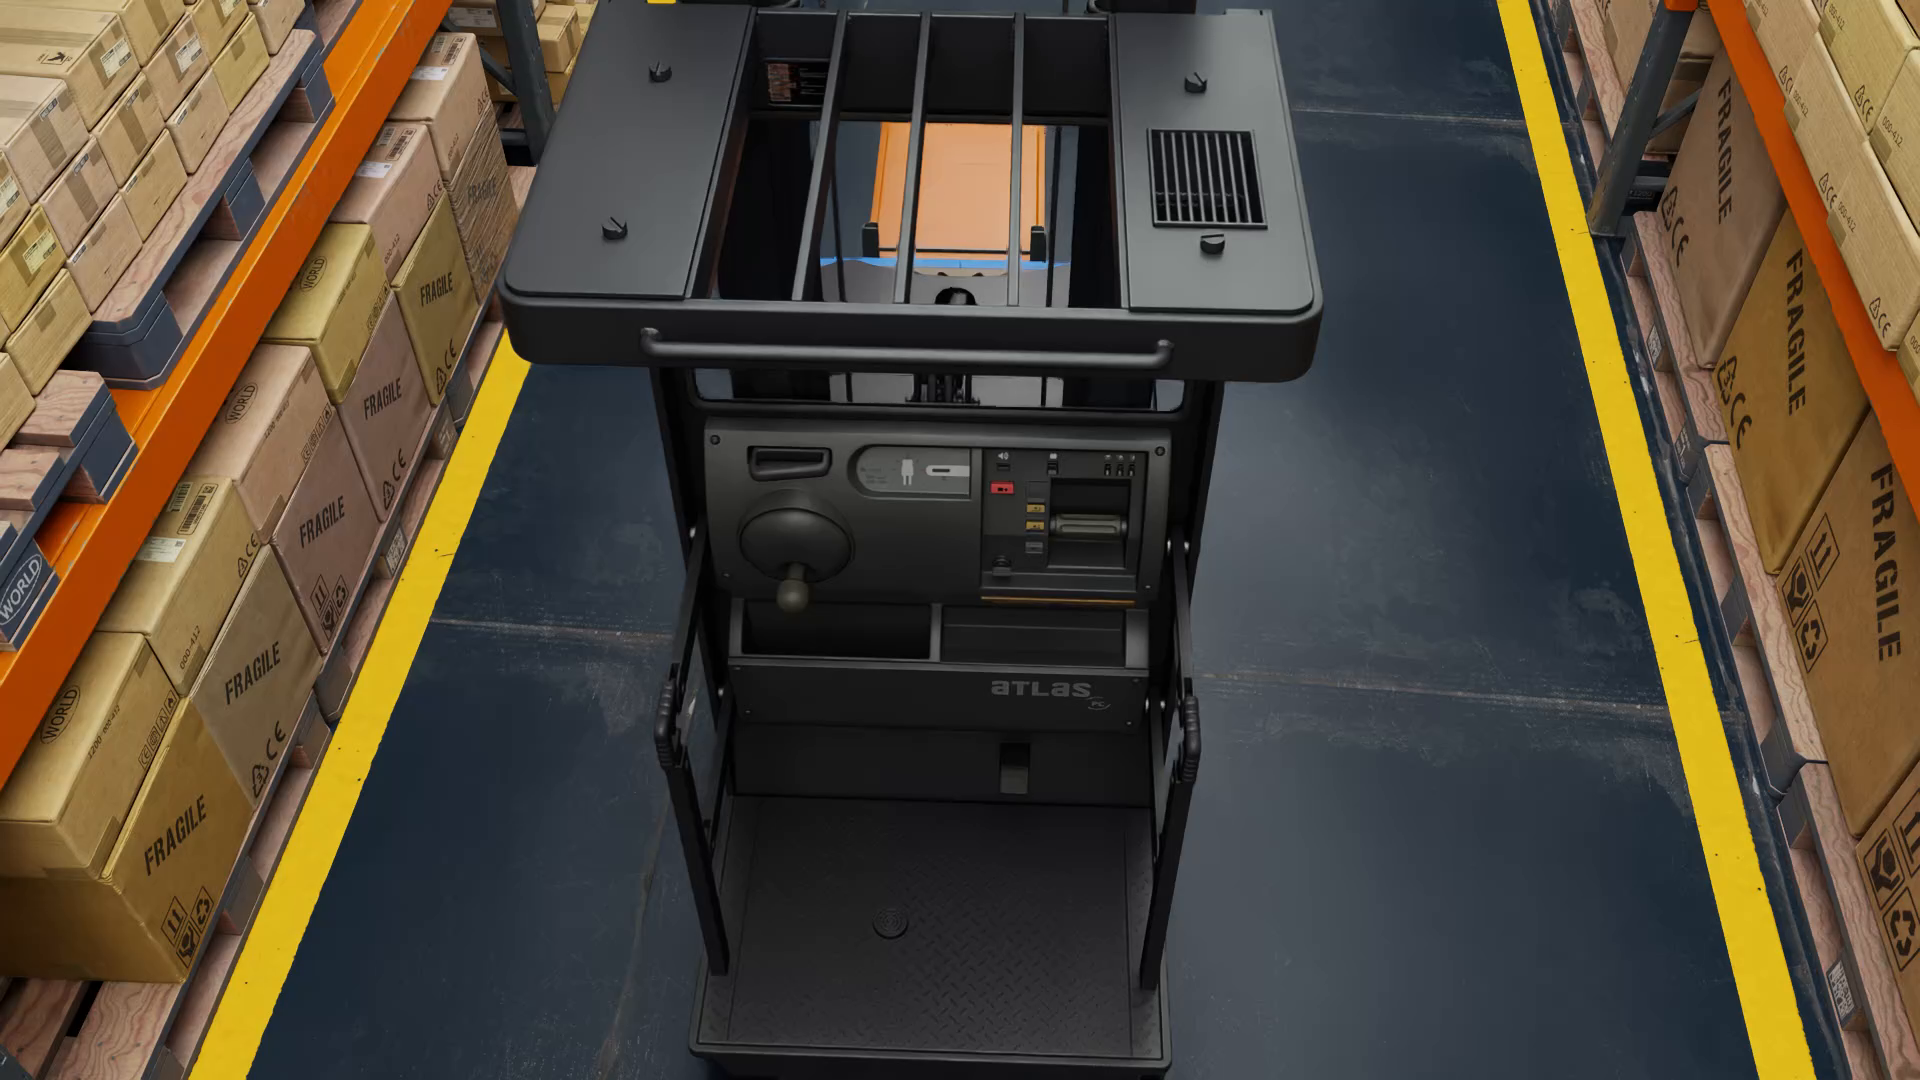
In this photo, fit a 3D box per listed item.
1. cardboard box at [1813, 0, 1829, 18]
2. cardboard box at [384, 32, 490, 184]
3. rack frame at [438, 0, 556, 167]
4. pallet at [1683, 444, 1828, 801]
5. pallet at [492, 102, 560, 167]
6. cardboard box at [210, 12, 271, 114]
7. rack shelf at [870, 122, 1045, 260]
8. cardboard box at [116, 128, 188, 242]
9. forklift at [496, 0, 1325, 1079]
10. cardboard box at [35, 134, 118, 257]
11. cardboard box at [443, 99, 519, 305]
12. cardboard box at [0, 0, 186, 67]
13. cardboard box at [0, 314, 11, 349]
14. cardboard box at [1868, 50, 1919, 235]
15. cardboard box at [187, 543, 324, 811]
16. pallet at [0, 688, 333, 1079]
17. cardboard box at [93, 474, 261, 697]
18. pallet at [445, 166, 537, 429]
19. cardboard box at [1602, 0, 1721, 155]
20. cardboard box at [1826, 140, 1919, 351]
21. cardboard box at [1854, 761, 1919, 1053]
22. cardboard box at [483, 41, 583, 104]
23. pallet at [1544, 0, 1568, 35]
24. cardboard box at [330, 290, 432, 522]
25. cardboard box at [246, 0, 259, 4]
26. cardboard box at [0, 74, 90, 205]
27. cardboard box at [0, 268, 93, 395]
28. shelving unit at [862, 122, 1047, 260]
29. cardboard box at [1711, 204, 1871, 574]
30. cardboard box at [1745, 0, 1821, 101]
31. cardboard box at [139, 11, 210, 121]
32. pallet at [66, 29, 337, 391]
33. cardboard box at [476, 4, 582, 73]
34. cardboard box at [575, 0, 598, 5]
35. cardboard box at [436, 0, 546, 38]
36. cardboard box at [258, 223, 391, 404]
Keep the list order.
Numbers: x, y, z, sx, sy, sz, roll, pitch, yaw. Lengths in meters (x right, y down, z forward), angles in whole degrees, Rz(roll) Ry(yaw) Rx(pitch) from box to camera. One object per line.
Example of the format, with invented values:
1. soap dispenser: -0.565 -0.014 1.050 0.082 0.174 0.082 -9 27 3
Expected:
1. cardboard box: 2.552 -1.601 4.444 0.500 0.250 0.500 5 48 4
2. cardboard box: -1.863 -1.418 5.415 0.500 0.250 0.500 3 48 2
3. rack frame: -2.047 -2.431 5.440 1.000 3.000 0.127 4 48 4
4. pallet: 2.788 0.240 4.887 1.003 0.211 1.213 4 48 4
5. pallet: -2.021 -1.986 6.923 1.003 0.211 1.213 4 48 4
6. cardboard box: -2.001 -1.225 4.223 0.380 0.149 0.250 6 48 5
7. rack shelf: 0.004 -1.044 5.046 0.538 0.278 1.000 2 48 1
8. cardboard box: -2.051 -0.838 3.869 0.380 0.149 0.250 4 48 4
9. forklift: -0.053 0.058 3.210 1.130 2.935 3.031 2 48 1
10. cardboard box: -2.077 -0.755 3.592 0.380 0.149 0.250 4 48 4
11. cardboard box: -1.863 -1.168 5.695 0.500 0.500 0.500 3 48 3
12. cardboard box: -2.031 -1.225 3.820 0.380 0.149 0.250 3 48 3
13. cardboard box: -2.123 -0.386 3.255 0.380 0.149 0.250 3 48 2
14. cardboard box: 2.435 -0.860 3.767 0.500 0.250 0.500 3 48 2
15. cardboard box: -2.050 0.338 4.317 0.500 0.500 0.500 4 48 4
16. pallet: -2.338 0.876 4.306 1.003 0.211 1.213 4 48 4
17. cardboard box: -2.061 0.094 4.032 0.500 0.250 0.500 3 48 3
18. pallet: -2.116 -0.917 5.946 1.003 0.211 1.213 4 48 4
19. cardboard box: 3.056 -1.903 6.410 0.875 0.438 0.875 3 48 3
20. cardboard box: 2.426 -0.693 3.953 0.500 0.250 0.500 3 48 3
21. cardboard box: 2.673 0.841 3.604 0.875 0.875 0.875 3 48 3
22. cardboard box: -1.694 -1.856 6.562 0.380 0.149 0.250 2 48 2
23. pallet: 3.148 -2.683 7.561 1.003 0.211 1.213 4 48 4
24. cardboard box: -1.961 -0.414 5.006 0.500 0.500 0.500 3 48 3
25. cardboard box: -1.980 -1.514 4.286 0.380 0.149 0.250 2 48 2
26. cardboard box: -2.080 -0.847 3.474 0.380 0.149 0.250 6 48 5
27. cardboard box: -2.098 -0.457 3.521 0.380 0.149 0.250 6 48 5
28. shelving unit: 0.004 -0.847 5.262 0.538 1.125 1.048 2 48 1
29. cardboard box: 2.841 -0.472 4.804 0.875 0.875 0.875 5 48 5
30. cardboard box: 2.543 -1.436 4.632 0.500 0.250 0.500 3 48 3
31. cardboard box: -2.031 -1.135 3.940 0.380 0.149 0.250 5 48 5
32. pallet: -2.272 -0.884 4.156 1.003 0.211 1.213 4 48 4
33. cardboard box: -1.695 -1.956 6.452 0.380 0.149 0.250 6 48 5
34. cardboard box: -1.698 -2.238 6.912 0.380 0.149 0.250 4 48 3
35. cardboard box: -1.809 -2.050 6.337 0.380 0.149 0.250 6 48 5
36. cardboard box: -1.957 -0.651 4.714 0.500 0.250 0.500 2 48 2
